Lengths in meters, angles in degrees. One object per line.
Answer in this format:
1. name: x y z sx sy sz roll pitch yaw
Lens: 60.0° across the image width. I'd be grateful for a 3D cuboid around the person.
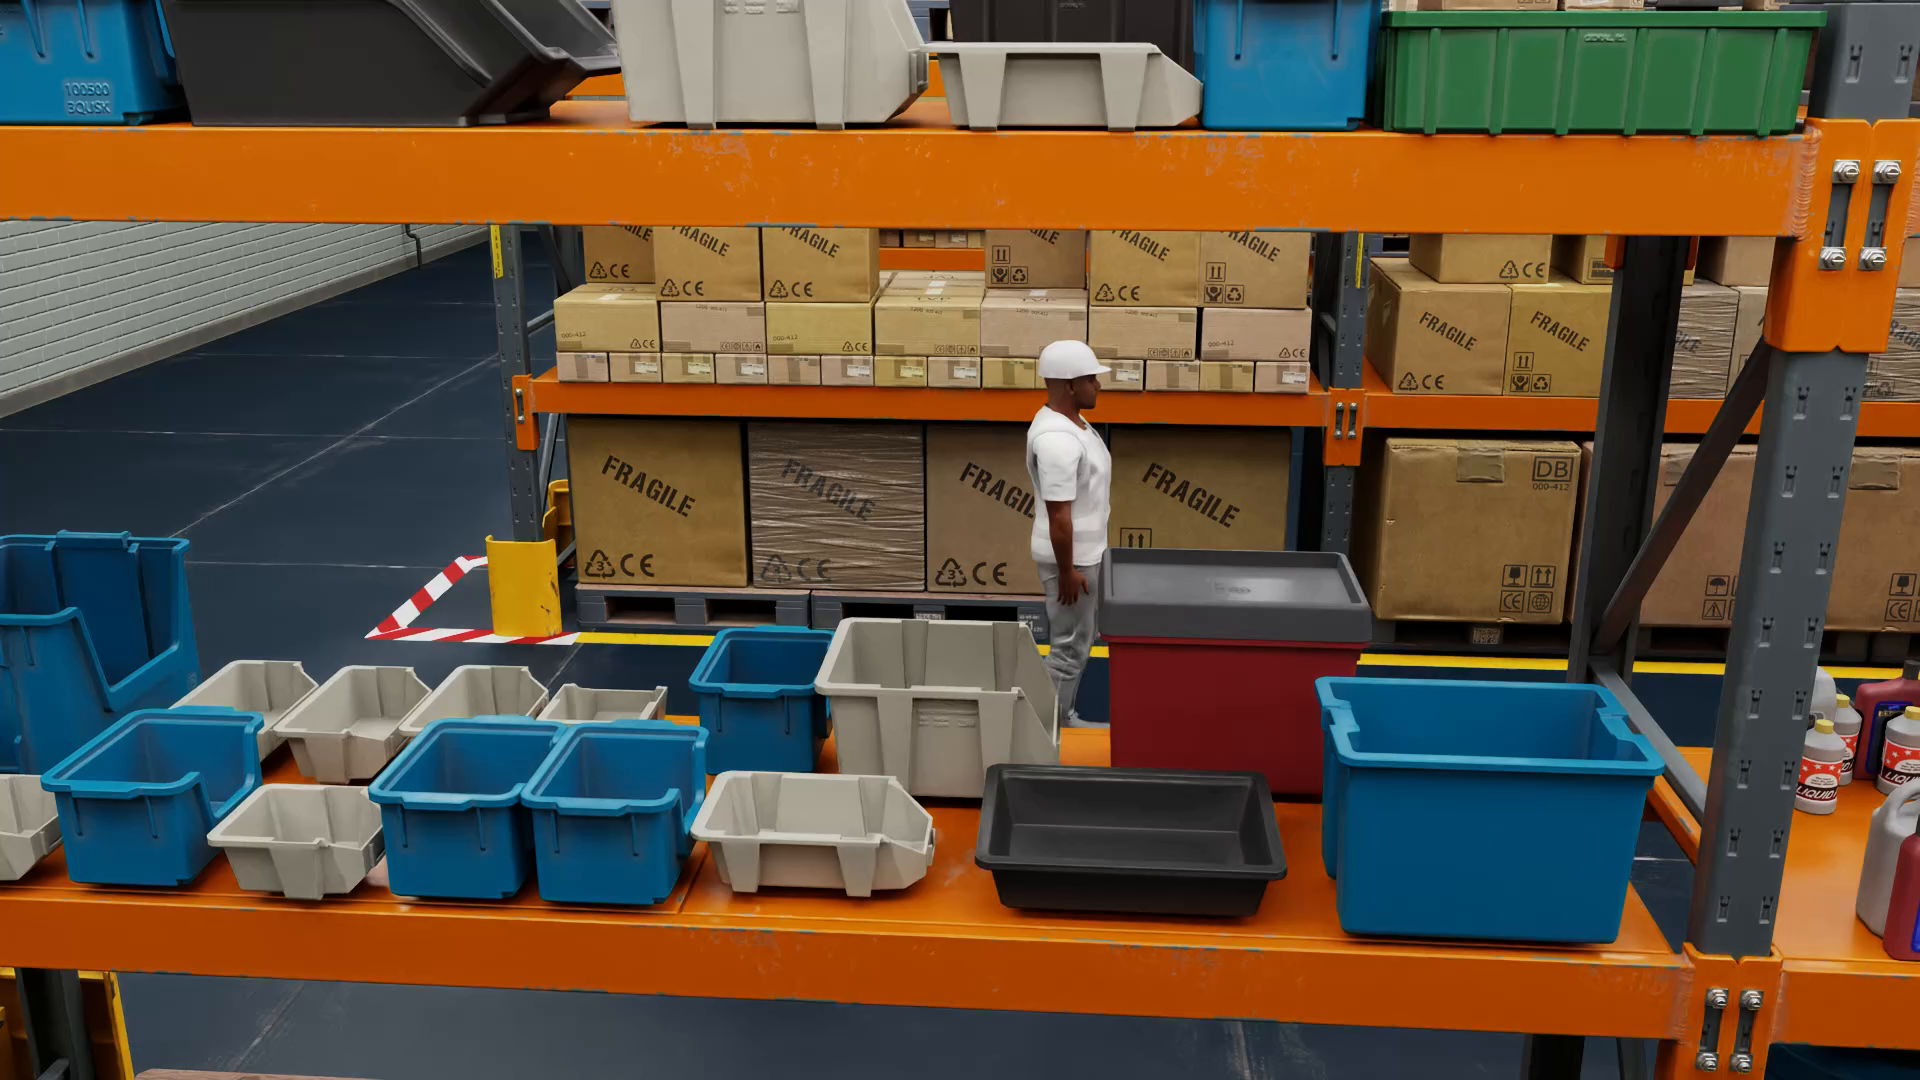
1. person: 0.459 0.054 6.847 0.375 1.761 0.563 2 17 5
